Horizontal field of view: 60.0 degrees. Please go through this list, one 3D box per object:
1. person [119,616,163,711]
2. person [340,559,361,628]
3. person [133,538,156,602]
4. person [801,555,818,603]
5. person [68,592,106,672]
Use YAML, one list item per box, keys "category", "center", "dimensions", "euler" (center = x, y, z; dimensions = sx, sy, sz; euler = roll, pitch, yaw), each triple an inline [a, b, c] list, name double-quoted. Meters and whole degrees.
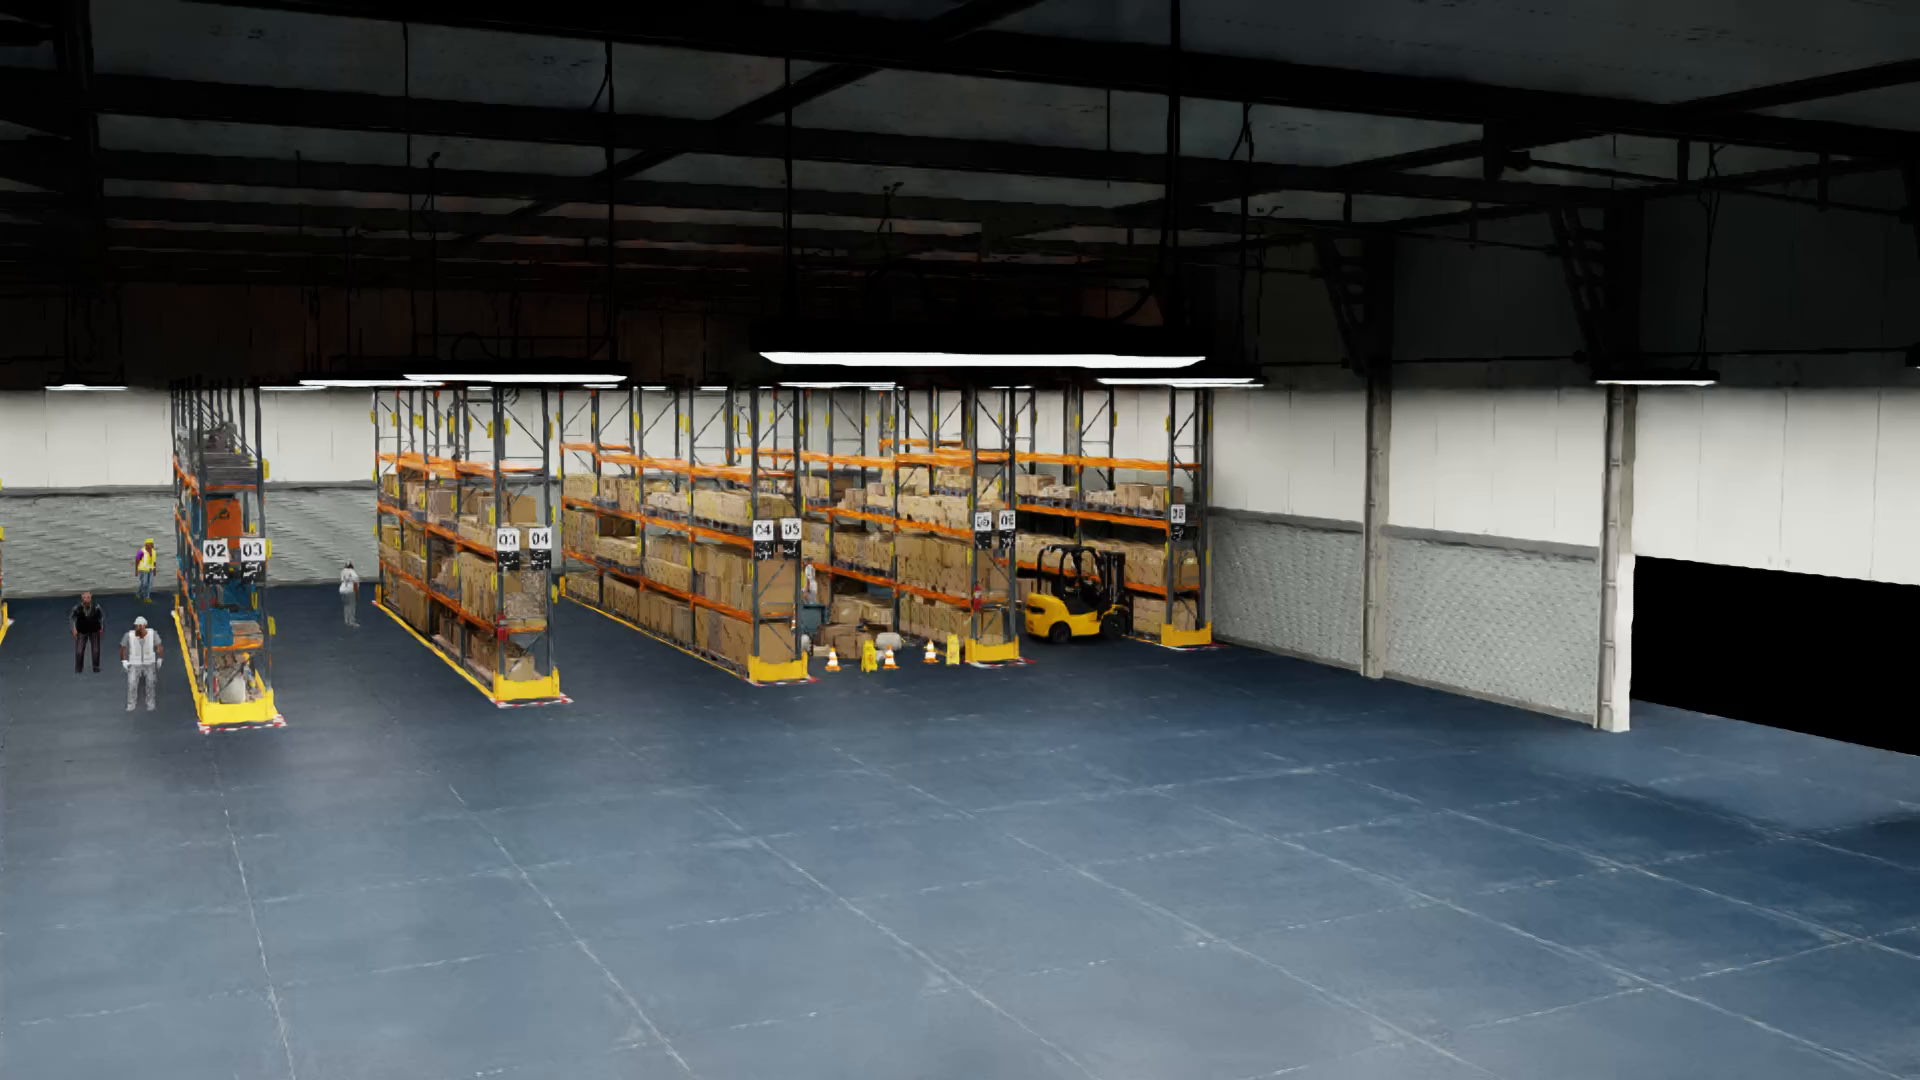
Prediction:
- category: "person"
  center: [-14.668, 2.216, 29.810]
  dimensions: [0.702, 1.735, 0.549]
  euler: [-3, 6, -28]
- category: "person"
  center: [-14.834, 1.286, 40.481]
  dimensions: [0.530, 1.668, 0.449]
  euler: [3, 6, 33]
- category: "person"
  center: [-22.229, 0.816, 45.382]
  dimensions: [0.572, 1.760, 0.616]
  euler: [3, 6, 27]
- category: "person"
  center: [-3.706, 1.241, 40.434]
  dimensions: [0.587, 1.747, 0.644]
  euler: [0, 5, -1]
- category: "person"
  center: [-17.778, 1.884, 33.899]
  dimensions: [0.677, 1.670, 0.530]
  euler: [-3, 6, -28]
